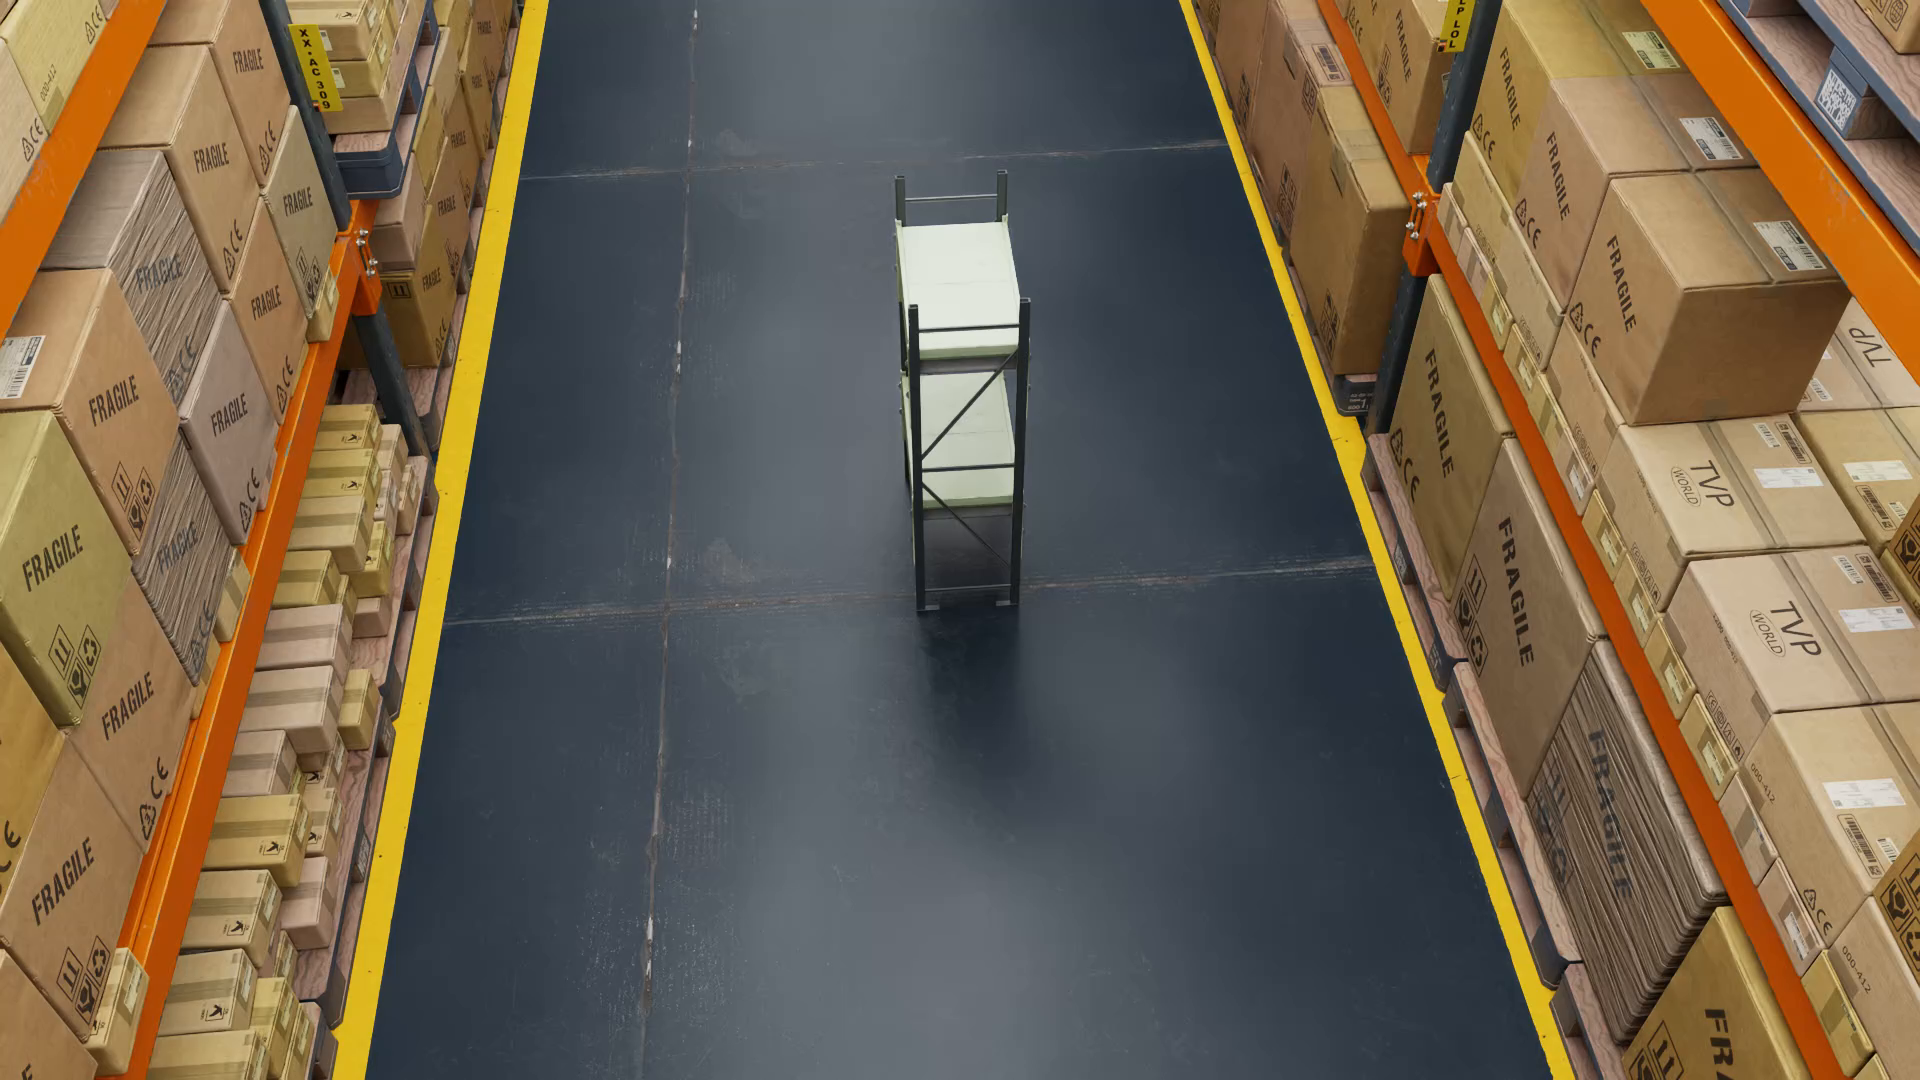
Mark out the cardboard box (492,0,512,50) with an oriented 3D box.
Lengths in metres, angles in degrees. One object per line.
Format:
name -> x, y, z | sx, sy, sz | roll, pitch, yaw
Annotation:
cardboard box -> -2.726, -2.967, 8.926 | 0.500, 0.500, 0.500 | -4, 47, -3

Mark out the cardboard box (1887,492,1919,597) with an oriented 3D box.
cardboard box -> 2.716, 0.009, 4.057 | 0.500, 0.500, 0.500 | -5, 47, -4

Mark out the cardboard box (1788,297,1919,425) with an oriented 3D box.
cardboard box -> 2.631, -0.480, 5.037 | 0.500, 0.250, 0.500 | -3, 47, -2

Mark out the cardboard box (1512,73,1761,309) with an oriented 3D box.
cardboard box -> 2.063, -1.066, 5.076 | 0.500, 0.500, 0.500 | -3, 47, -3

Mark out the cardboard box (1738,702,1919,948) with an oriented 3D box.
cardboard box -> 2.232, 0.665, 3.952 | 0.500, 0.250, 0.500 | -4, 47, -4

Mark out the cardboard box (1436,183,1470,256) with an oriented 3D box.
cardboard box -> 1.937, -1.156, 5.952 | 0.380, 0.149, 0.250 | -3, 47, -3

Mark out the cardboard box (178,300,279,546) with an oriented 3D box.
cardboard box -> -2.302, -0.316, 4.710 | 0.500, 0.500, 0.500 | -4, 47, -4

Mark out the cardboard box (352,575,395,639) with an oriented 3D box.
cardboard box -> -2.310, 0.231, 6.139 | 0.380, 0.149, 0.250 | -5, 47, -5

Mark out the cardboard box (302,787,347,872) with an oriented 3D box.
cardboard box -> -2.240, 0.965, 5.444 | 0.380, 0.149, 0.250 | -3, 47, -3

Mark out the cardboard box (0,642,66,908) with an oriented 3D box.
cardboard box -> -2.194, 0.460, 3.286 | 0.500, 0.500, 0.500 | -2, 47, -2

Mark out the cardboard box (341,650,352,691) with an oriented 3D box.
cardboard box -> -2.325, 0.453, 5.725 | 0.380, 0.149, 0.250 | -2, 47, -2

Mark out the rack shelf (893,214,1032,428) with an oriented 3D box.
rack shelf -> -0.001, -0.789, 5.927 | 0.431, 0.370, 0.720 | -3, 47, -3

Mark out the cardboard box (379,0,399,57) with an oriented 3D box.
cardboard box -> -2.305, -1.909, 6.171 | 0.380, 0.149, 0.250 | -4, 47, -4

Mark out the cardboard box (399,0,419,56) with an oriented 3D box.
cardboard box -> -2.328, -2.000, 6.462 | 0.380, 0.149, 0.250 | -3, 47, -3

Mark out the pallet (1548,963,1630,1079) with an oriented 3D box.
pallet -> 2.434, 1.803, 4.897 | 1.003, 0.211, 1.213 | -3, 47, -3

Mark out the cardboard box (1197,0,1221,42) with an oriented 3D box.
cardboard box -> 1.946, -3.284, 8.968 | 1.225, 0.875, 0.875 | -5, 47, -5

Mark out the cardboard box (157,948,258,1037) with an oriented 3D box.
cardboard box -> -2.217, 1.321, 4.698 | 0.380, 0.149, 0.250 | -6, 47, -5

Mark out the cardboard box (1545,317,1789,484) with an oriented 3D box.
cardboard box -> 2.108, -0.437, 4.996 | 0.500, 0.250, 0.500 | -2, 47, -2

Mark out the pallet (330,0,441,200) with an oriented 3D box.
pallet -> -2.626, -1.744, 6.468 | 1.003, 0.211, 1.213 | -3, 47, -3

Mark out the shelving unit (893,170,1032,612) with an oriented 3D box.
shelving unit -> -0.001, -0.521, 6.210 | 0.431, 1.500, 0.755 | -3, 47, -3

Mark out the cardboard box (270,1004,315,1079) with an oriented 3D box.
cardboard box -> -2.140, 1.528, 4.911 | 0.380, 0.149, 0.250 | -3, 47, -3

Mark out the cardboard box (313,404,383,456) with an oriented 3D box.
cardboard box -> -2.418, -0.375, 6.304 | 0.380, 0.149, 0.250 | -2, 47, -2

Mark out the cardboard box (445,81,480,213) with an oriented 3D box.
cardboard box -> -2.608, -1.845, 7.863 | 0.500, 0.500, 0.500 | -3, 47, -3

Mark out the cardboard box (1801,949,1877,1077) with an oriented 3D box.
cardboard box -> 2.197, 1.078, 3.836 | 0.380, 0.149, 0.250 | -3, 47, -3

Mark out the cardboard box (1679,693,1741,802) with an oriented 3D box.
cardboard box -> 2.134, 0.527, 4.357 | 0.380, 0.149, 0.250 | -4, 47, -4

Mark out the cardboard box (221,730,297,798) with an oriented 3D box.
cardboard box -> -2.324, 0.751, 5.238 | 0.380, 0.149, 0.250 | -3, 47, -3

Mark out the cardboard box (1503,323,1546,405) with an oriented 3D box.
cardboard box -> 2.006, -0.585, 5.411 | 0.380, 0.149, 0.250 | -5, 47, -4

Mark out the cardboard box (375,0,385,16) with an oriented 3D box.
cardboard box -> -2.311, -2.025, 6.076 | 0.380, 0.149, 0.250 | -2, 47, -2

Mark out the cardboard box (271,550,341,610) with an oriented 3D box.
cardboard box -> -2.385, 0.179, 5.779 | 0.380, 0.149, 0.250 | -2, 47, -2

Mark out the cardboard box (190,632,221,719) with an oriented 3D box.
cardboard box -> -2.254, 0.352, 4.523 | 0.380, 0.149, 0.250 | -2, 47, -2

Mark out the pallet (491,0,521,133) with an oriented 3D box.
pallet -> -2.978, -2.618, 9.084 | 1.003, 0.211, 1.213 | -3, 47, -3

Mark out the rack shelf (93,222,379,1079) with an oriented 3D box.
rack shelf -> -2.540, 0.446, 4.757 | 1.077, 0.370, 4.000 | -3, 47, -3

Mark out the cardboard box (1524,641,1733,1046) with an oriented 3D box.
cardboard box -> 2.369, 0.887, 5.018 | 0.875, 0.875, 0.875 | -3, 47, -3

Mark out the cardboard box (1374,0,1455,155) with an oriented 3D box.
cardboard box -> 1.933, -1.833, 6.351 | 0.500, 0.500, 0.500 | -3, 47, -3

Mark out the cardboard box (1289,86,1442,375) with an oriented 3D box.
cardboard box -> 2.170, -1.352, 7.139 | 1.225, 0.875, 0.875 | -3, 47, -3

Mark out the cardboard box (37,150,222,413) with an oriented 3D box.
cardboard box -> -2.321, -0.660, 4.347 | 0.500, 0.500, 0.500 | -2, 47, -2

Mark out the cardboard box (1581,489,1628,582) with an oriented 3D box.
cardboard box -> 2.069, -0.028, 4.884 | 0.380, 0.149, 0.250 | -5, 47, -4

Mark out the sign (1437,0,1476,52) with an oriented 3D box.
sign -> 1.704, -1.807, 5.653 | 0.100, 0.325, 0.005 | -3, 47, -3

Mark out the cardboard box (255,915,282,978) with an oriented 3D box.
cardboard box -> -2.266, 1.233, 4.986 | 0.380, 0.149, 0.250 | -6, 47, -5

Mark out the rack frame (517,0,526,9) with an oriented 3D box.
rack frame -> -3.042, -4.142, 8.607 | 1.000, 3.000, 0.127 | -3, 47, -3

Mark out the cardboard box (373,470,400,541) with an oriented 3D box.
cardboard box -> -2.329, -0.111, 6.258 | 0.380, 0.149, 0.250 | -6, 47, -5

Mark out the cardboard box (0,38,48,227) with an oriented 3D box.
cardboard box -> -2.283, -0.801, 3.480 | 0.500, 0.250, 0.500 | -4, 47, -3

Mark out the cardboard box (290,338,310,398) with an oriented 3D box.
cardboard box -> -2.357, -0.593, 5.418 | 0.380, 0.149, 0.250 | -2, 47, -2

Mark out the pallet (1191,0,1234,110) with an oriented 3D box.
pallet -> 1.900, -2.837, 9.291 | 1.003, 0.211, 1.213 | -3, 47, -3

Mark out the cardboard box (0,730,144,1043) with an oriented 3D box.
cardboard box -> -2.205, 0.782, 3.670 | 0.500, 0.500, 0.500 | -3, 47, -3

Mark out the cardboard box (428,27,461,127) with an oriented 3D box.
cardboard box -> -2.591, -2.096, 7.585 | 0.500, 0.250, 0.500 | -2, 47, -2

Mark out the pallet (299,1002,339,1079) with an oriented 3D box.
pallet -> -2.411, 1.960, 4.748 | 1.003, 0.211, 1.213 | -3, 47, -3
